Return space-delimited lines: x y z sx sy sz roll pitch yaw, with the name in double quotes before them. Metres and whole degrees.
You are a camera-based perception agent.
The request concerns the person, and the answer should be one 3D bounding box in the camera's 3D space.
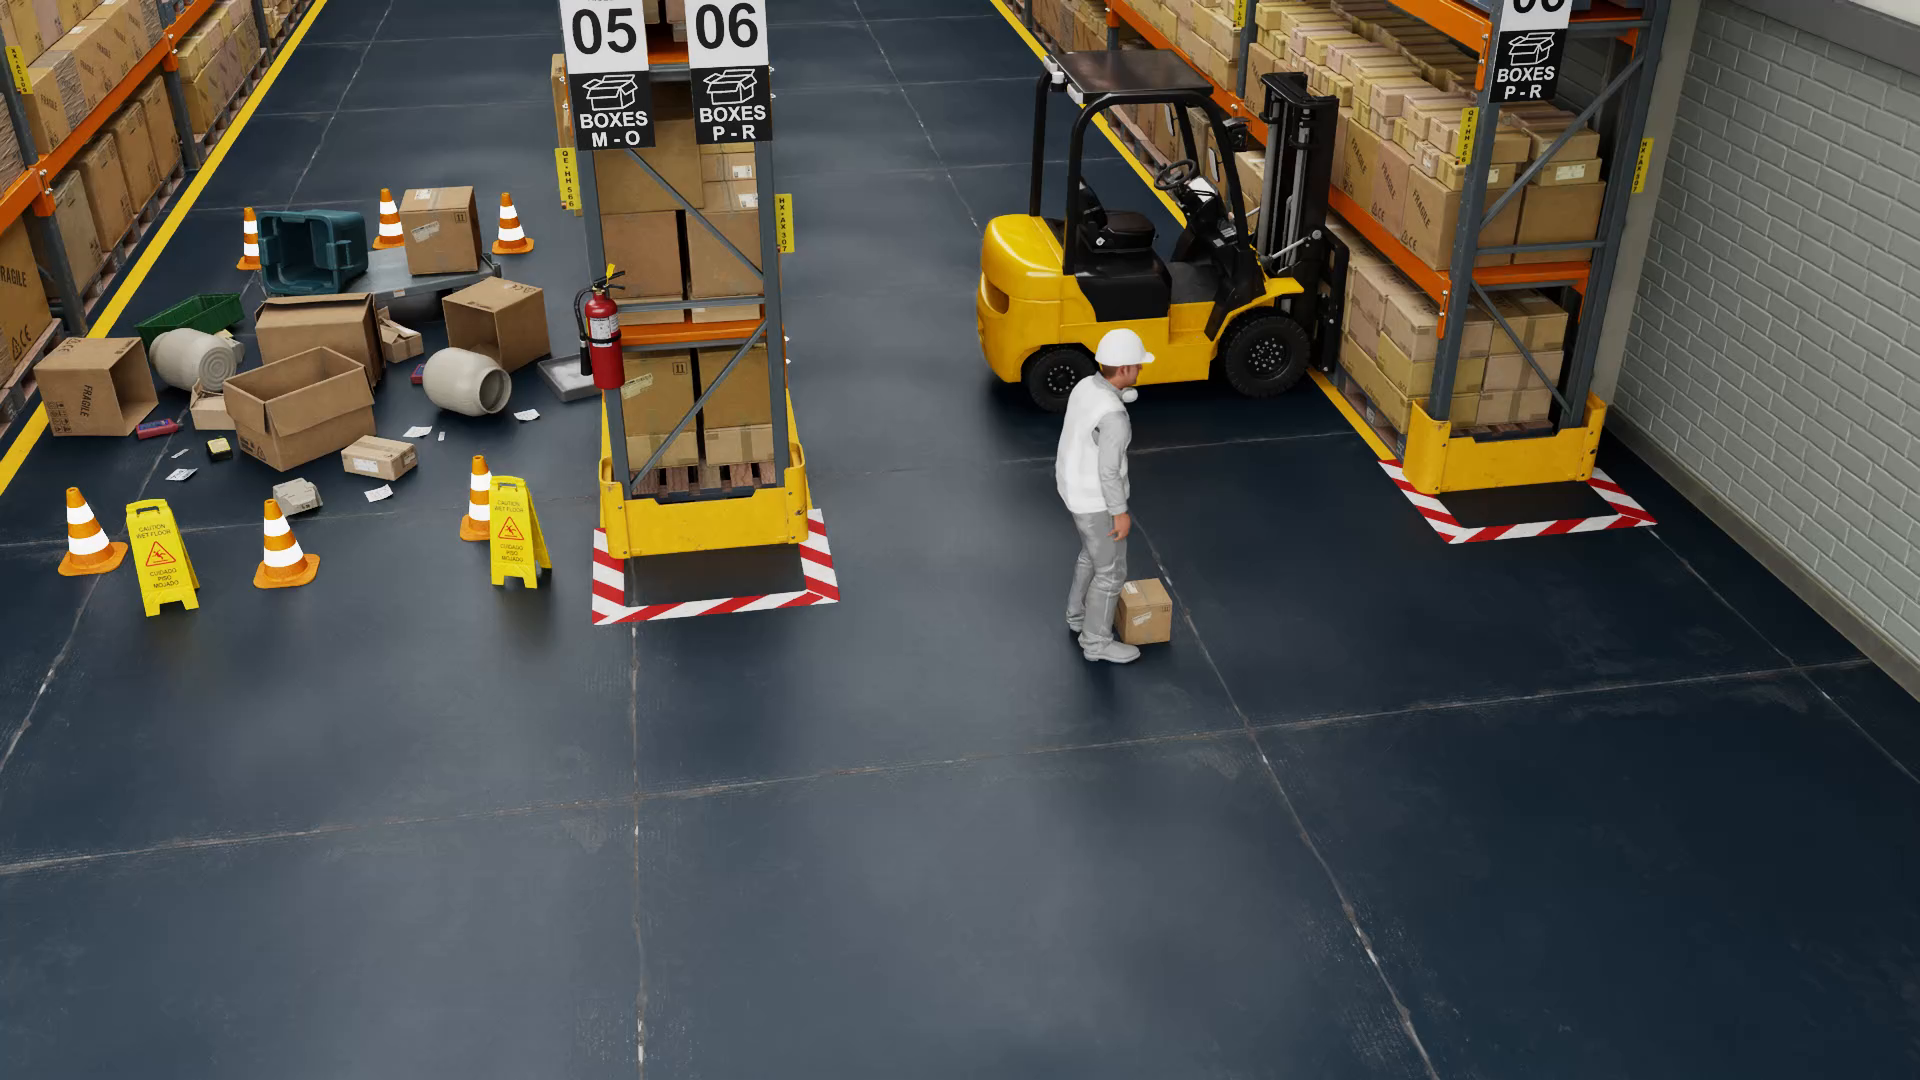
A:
"person" 0.731 -0.240 8.523 0.466 1.768 0.584 -6 31 -9
